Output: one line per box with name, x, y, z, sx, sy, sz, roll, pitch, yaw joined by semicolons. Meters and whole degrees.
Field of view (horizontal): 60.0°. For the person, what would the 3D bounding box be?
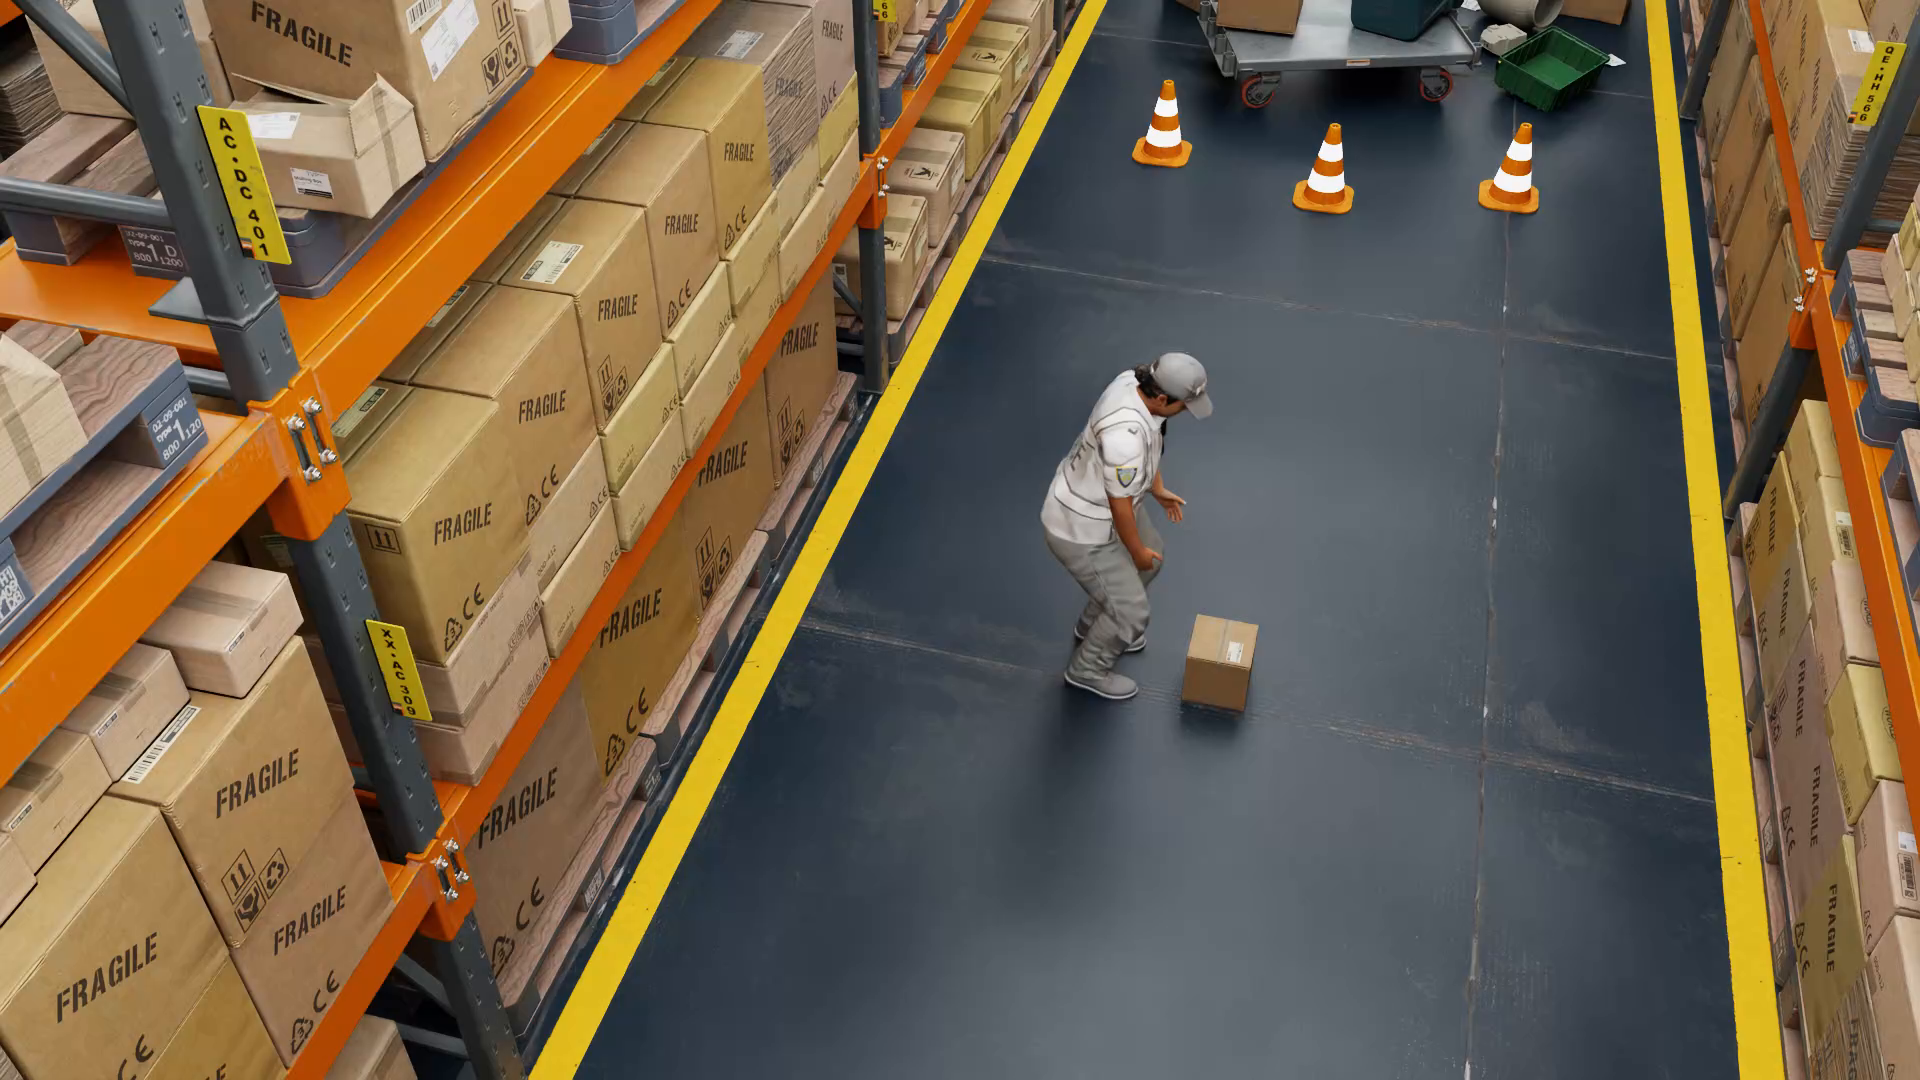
person;0.616;-0.089;6.363;0.591;1.542;0.519;11;42;12
